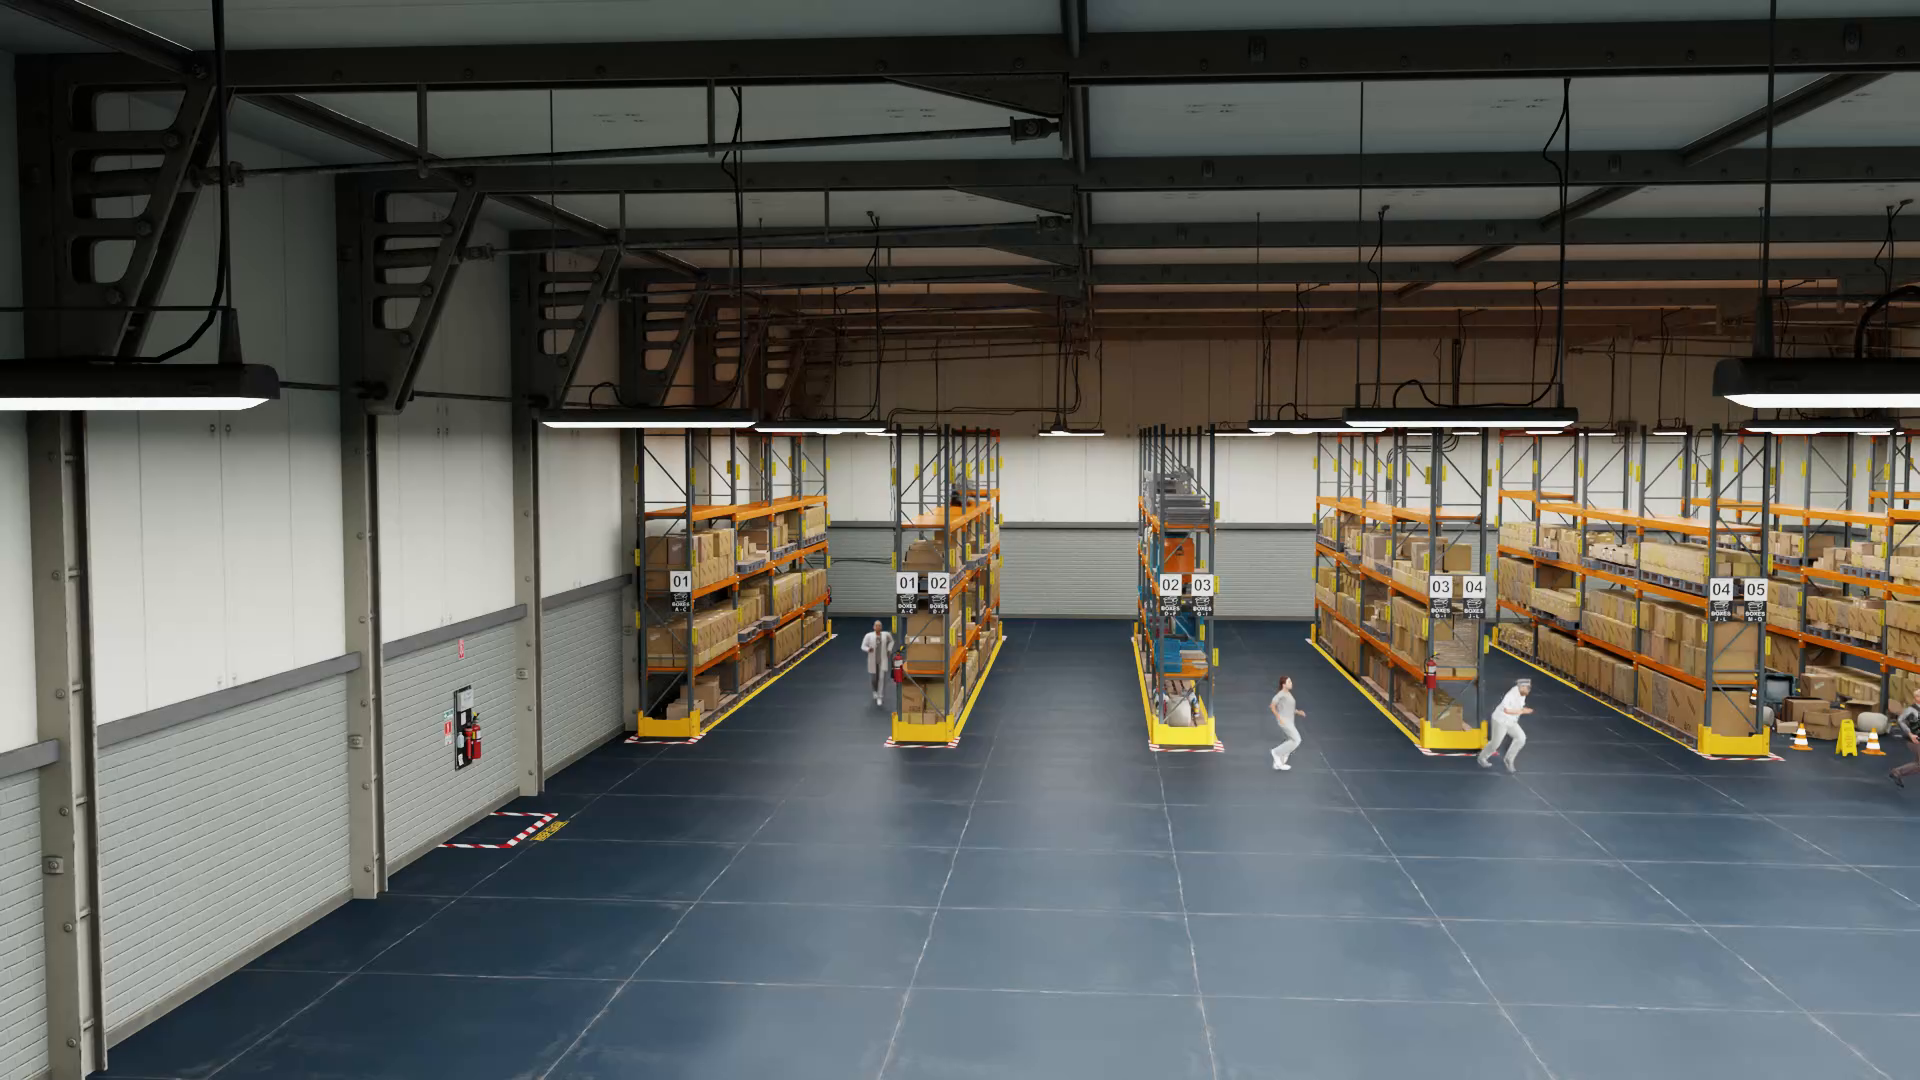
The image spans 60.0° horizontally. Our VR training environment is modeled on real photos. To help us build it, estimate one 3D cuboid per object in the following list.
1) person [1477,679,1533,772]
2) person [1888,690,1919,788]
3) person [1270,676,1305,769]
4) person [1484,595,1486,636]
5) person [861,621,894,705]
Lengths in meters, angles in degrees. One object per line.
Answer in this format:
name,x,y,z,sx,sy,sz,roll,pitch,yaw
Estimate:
person,9.420,3.187,28.663,1.010,1.679,0.698,3,5,44
person,15.330,3.249,26.612,0.652,1.731,0.862,-2,4,-33
person,5.672,3.155,28.685,0.549,1.624,0.565,2,4,29
person,14.717,2.055,47.178,0.693,1.585,0.521,-1,4,-21
person,-1.770,2.619,35.846,0.714,1.763,1.082,0,3,-4
